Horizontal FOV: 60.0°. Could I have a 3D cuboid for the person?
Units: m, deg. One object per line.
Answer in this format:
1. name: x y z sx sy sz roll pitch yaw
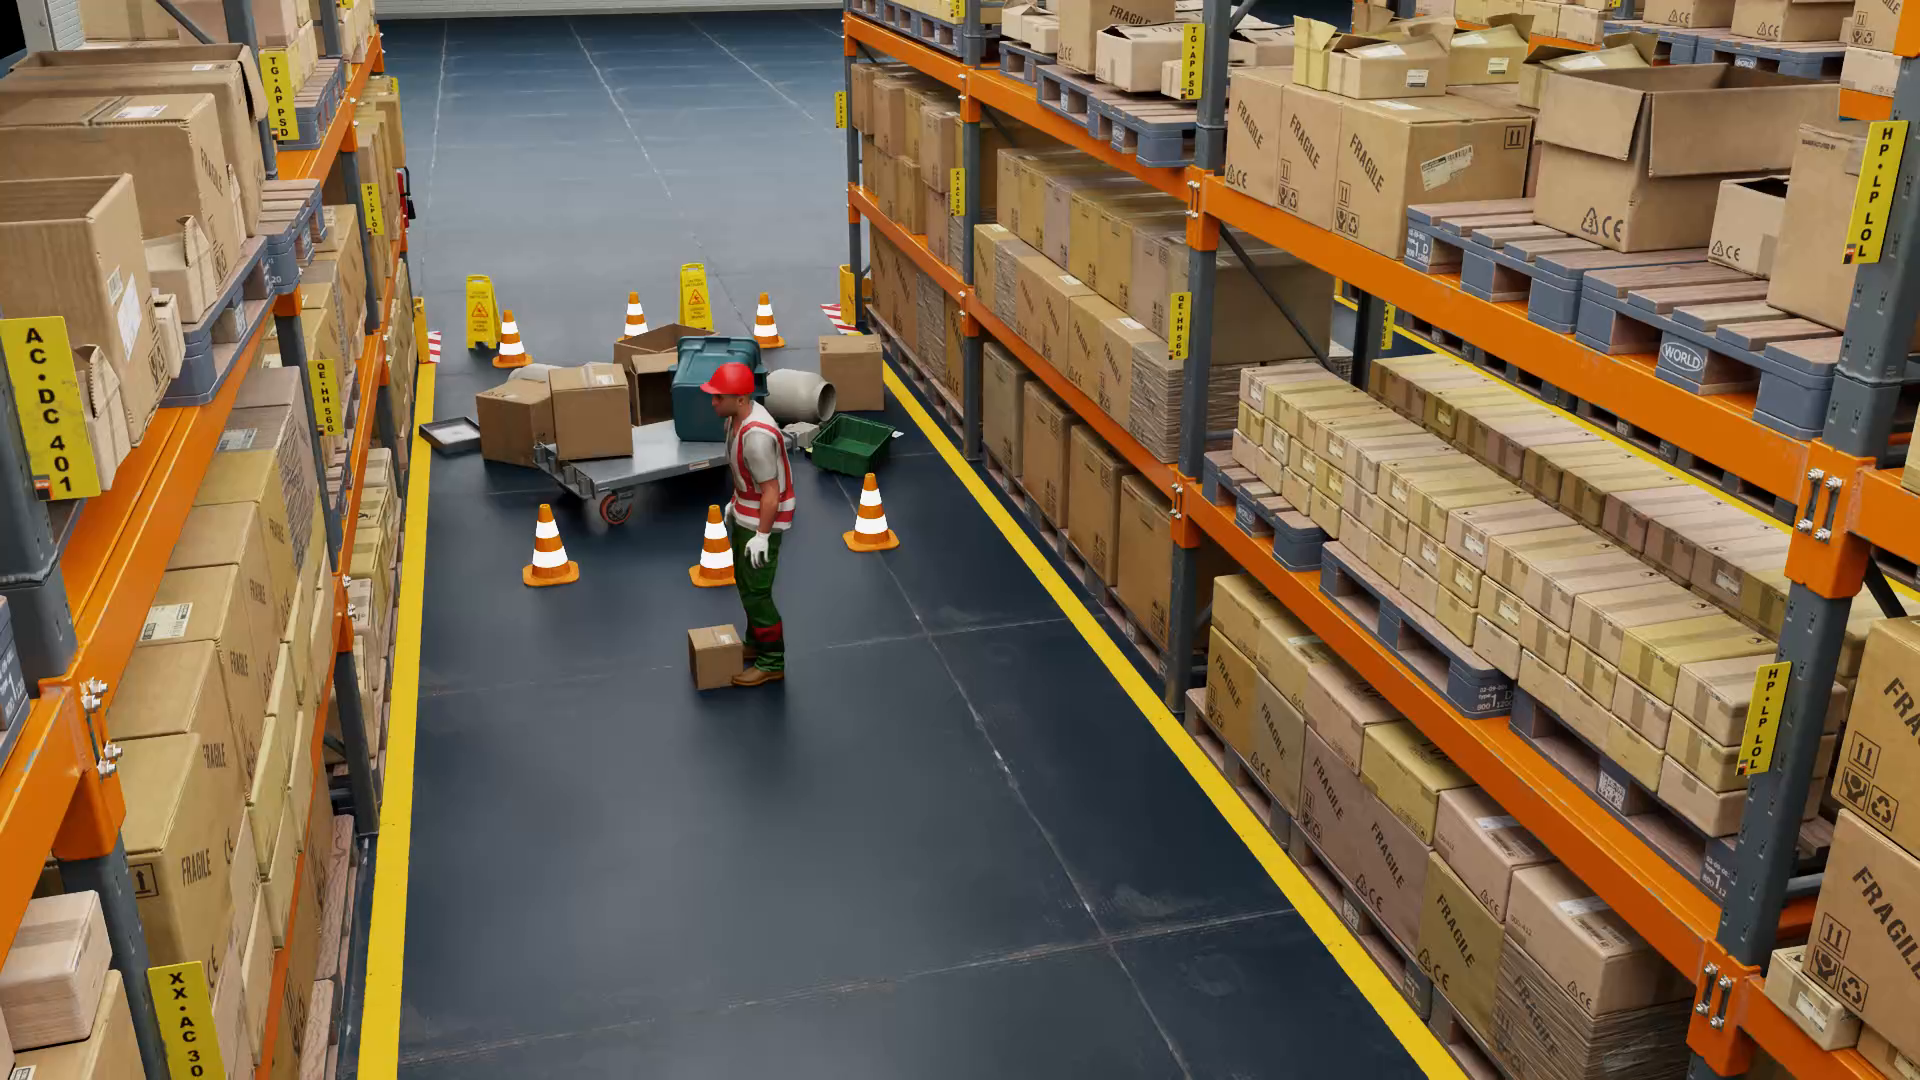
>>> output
1. person: -1.109 -0.091 8.791 0.449 1.779 0.619 -8 24 -17
